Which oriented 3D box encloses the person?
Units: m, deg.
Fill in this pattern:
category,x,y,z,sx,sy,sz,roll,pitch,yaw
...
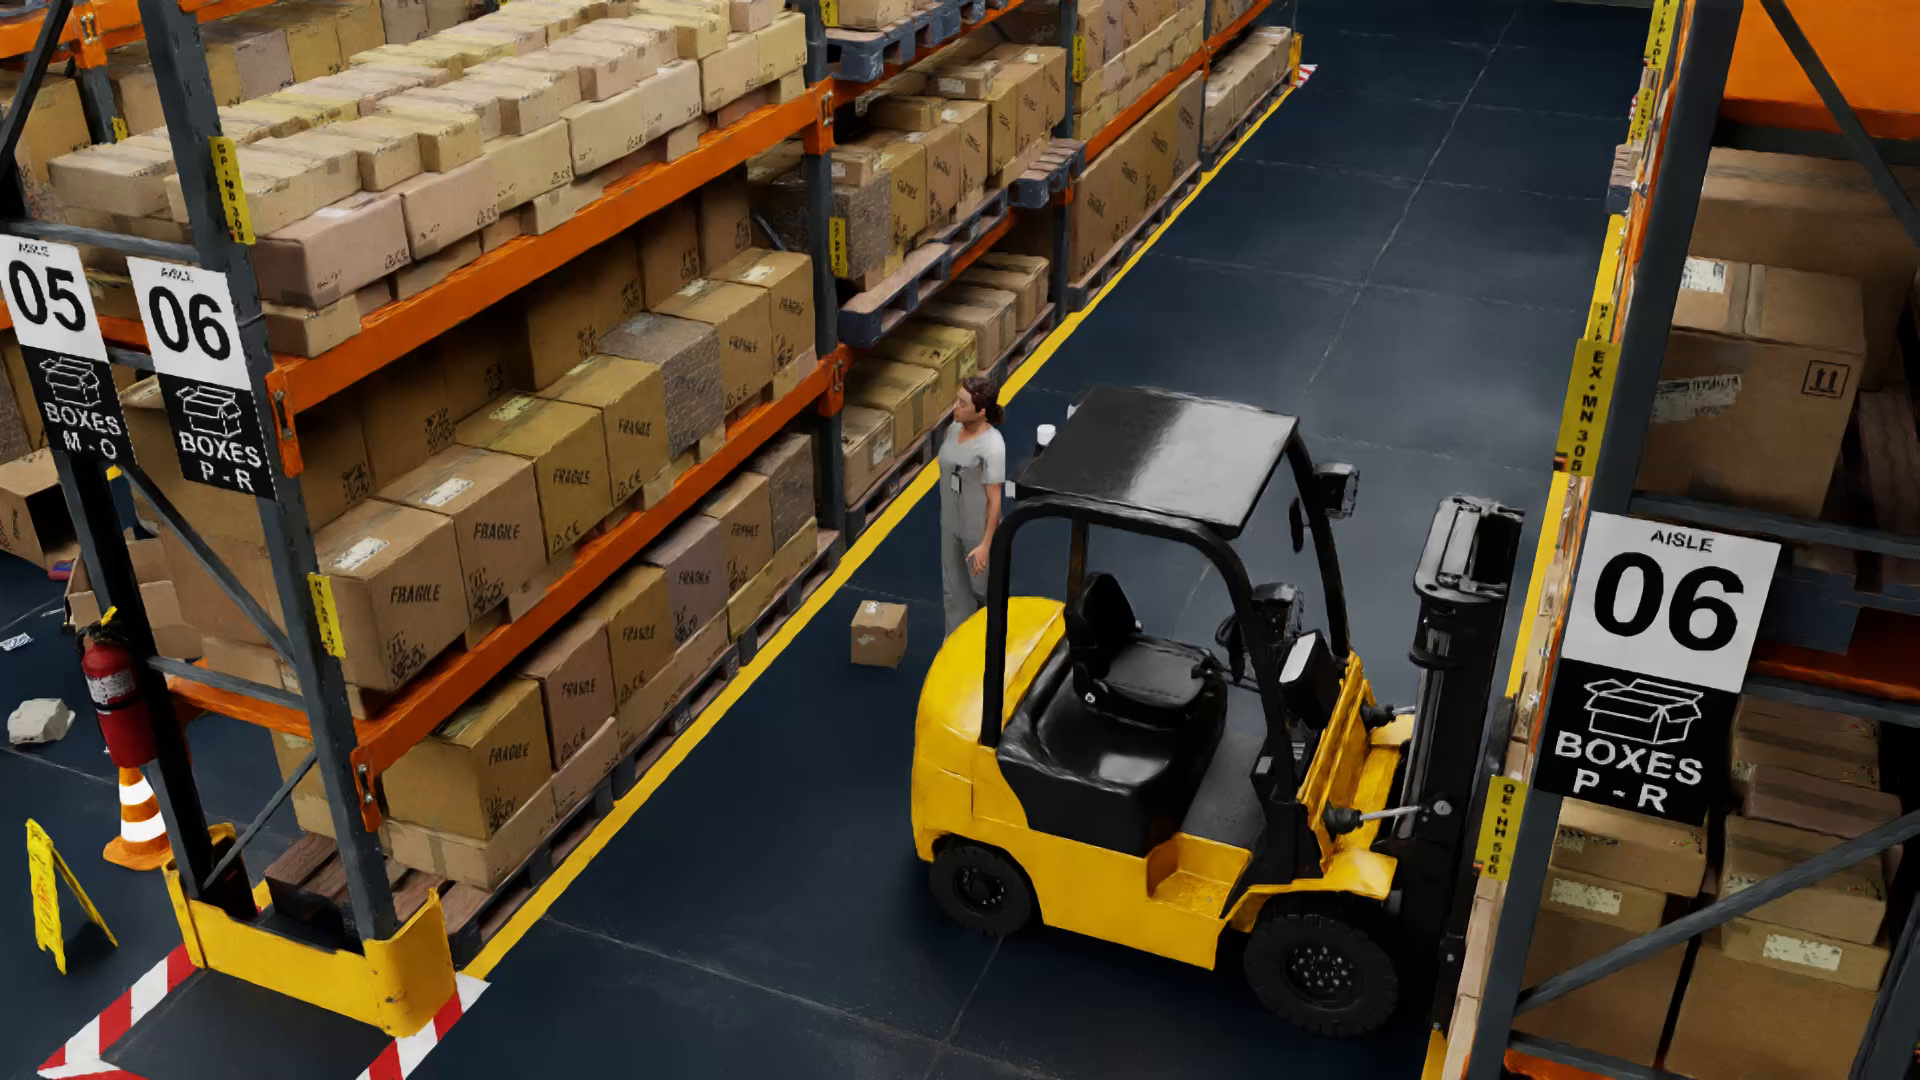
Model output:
category,x,y,z,sx,sy,sz,roll,pitch,yaw
person,0.067,-0.041,8.480,0.629,1.648,0.525,-24,38,-36
